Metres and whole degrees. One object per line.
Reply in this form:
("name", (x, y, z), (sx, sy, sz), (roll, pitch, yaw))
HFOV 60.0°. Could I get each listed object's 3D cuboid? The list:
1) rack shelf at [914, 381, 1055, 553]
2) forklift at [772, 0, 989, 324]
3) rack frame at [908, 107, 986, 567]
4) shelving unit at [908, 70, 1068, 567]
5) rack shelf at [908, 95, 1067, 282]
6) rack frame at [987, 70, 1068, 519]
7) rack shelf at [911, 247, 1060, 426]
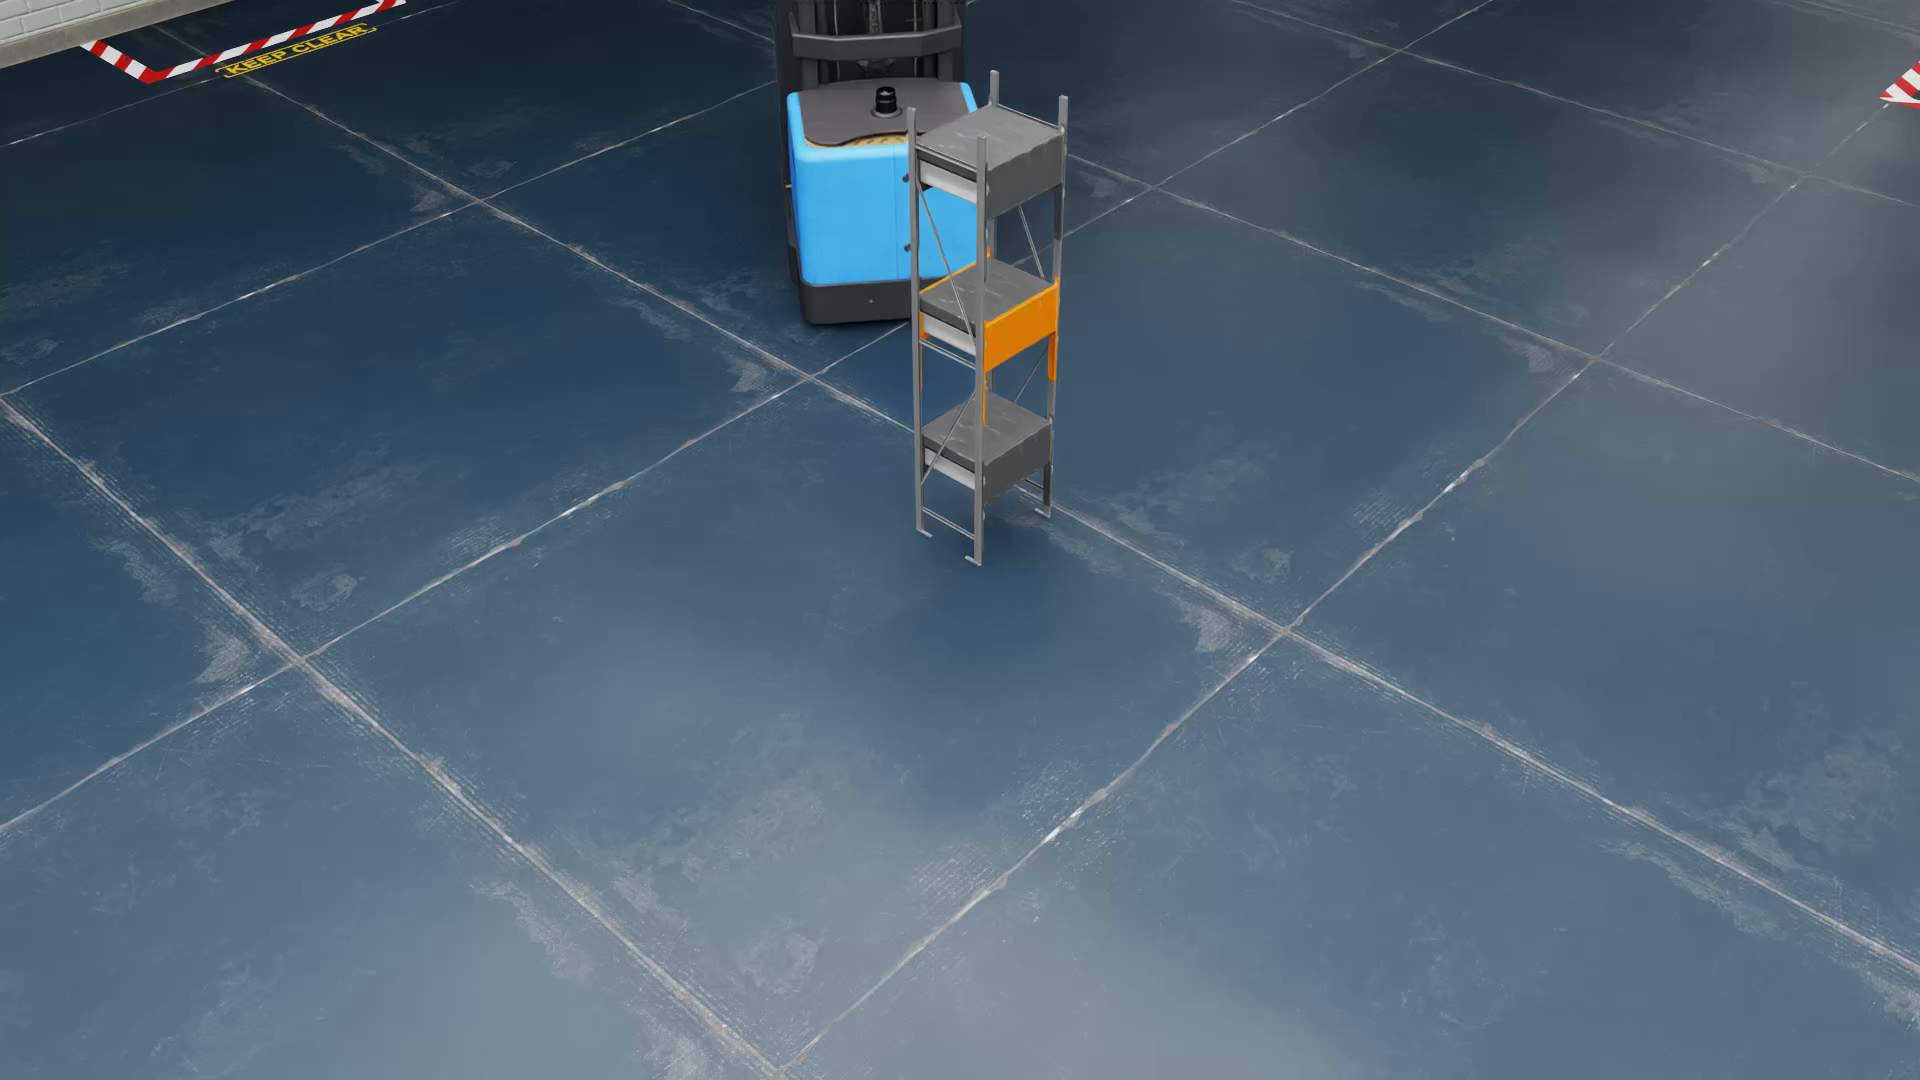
("rack shelf", (0.112, -0.339, 7.636), (0.431, 0.518, 0.480), (30, 47, 32))
("forklift", (-0.544, -3.245, 9.476), (1.130, 2.935, 3.031), (-5, 39, -6))
("rack frame", (-0.053, -0.786, 7.051), (0.400, 2.100, 0.015), (30, 47, 32))
("shelving unit", (0.112, -0.898, 7.192), (0.431, 2.100, 0.503), (30, 47, 32))
("rack shelf", (0.112, -1.435, 6.765), (0.431, 0.518, 0.480), (30, 47, 32))
("rack frame", (0.276, -1.010, 7.333), (0.400, 2.100, 0.015), (30, 47, 32))
("rack shelf", (0.112, -0.887, 7.201), (0.431, 0.518, 0.480), (30, 47, 32))
